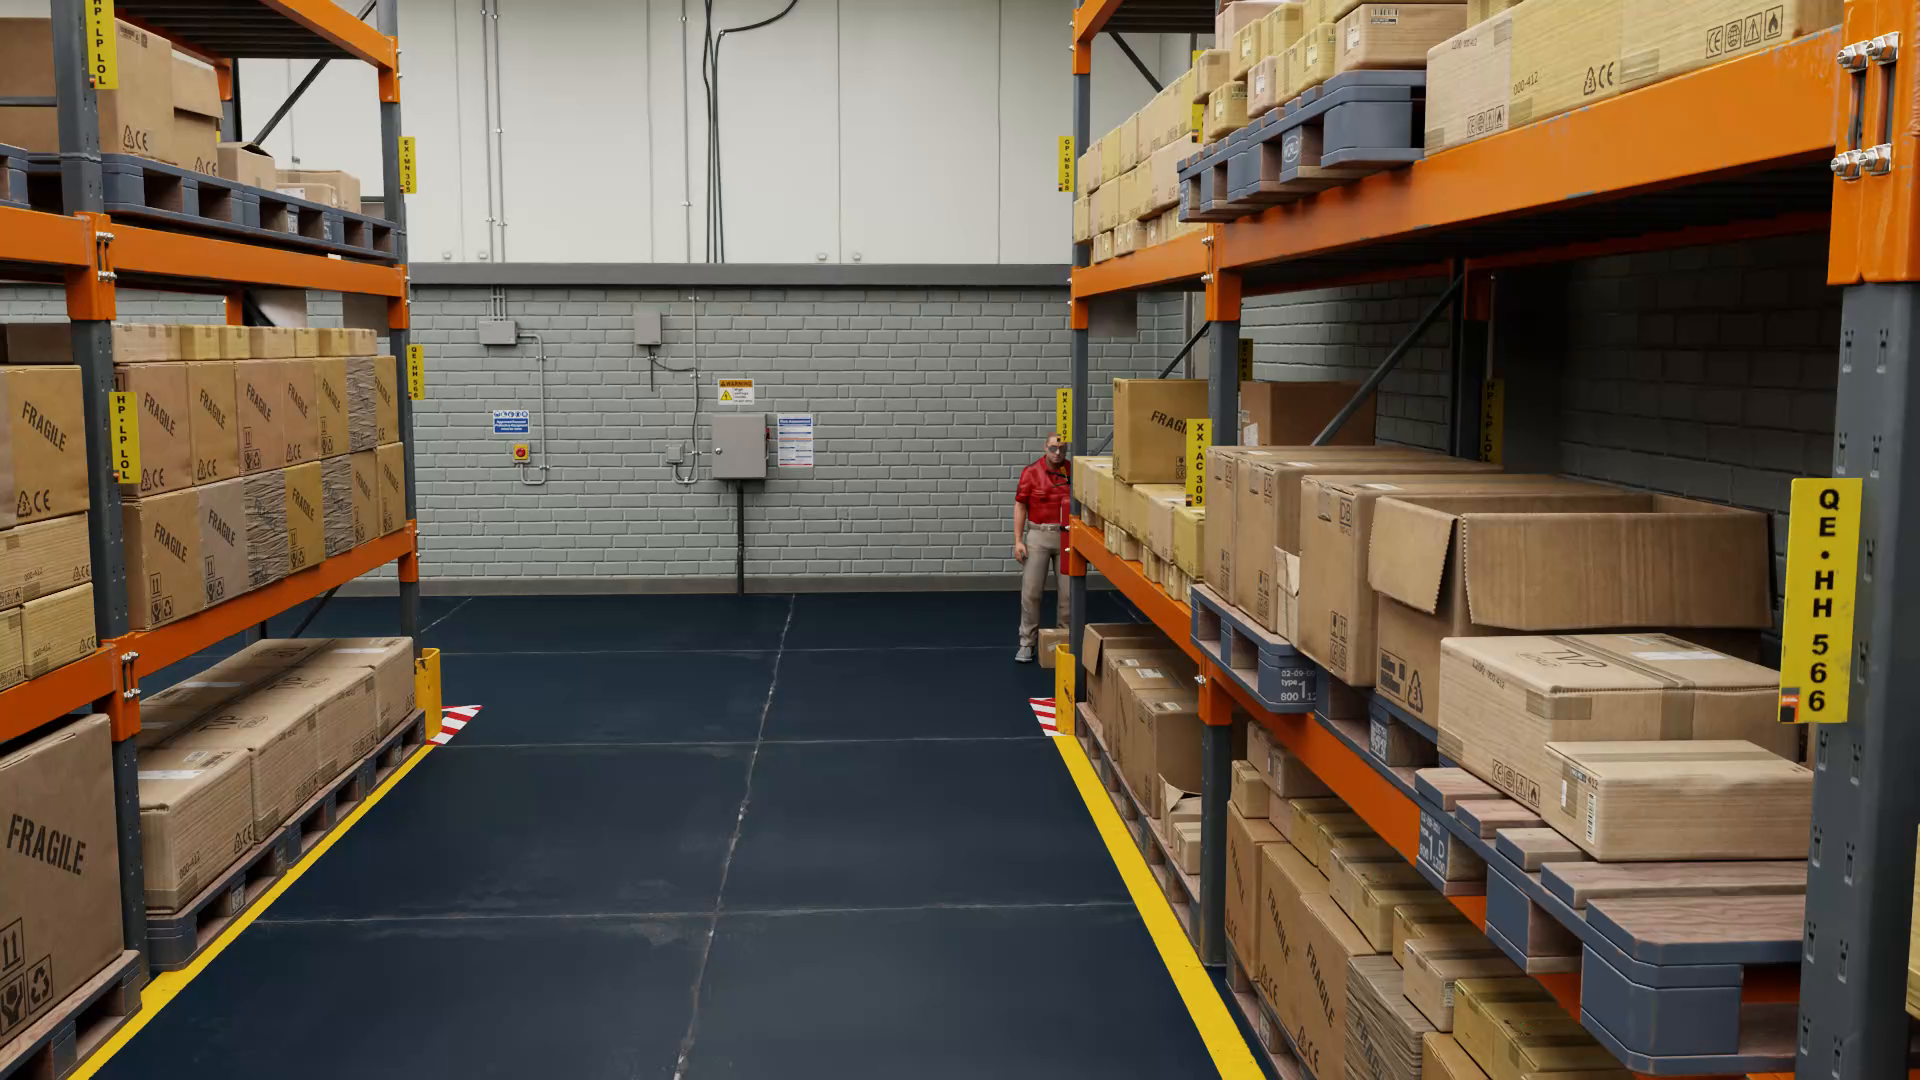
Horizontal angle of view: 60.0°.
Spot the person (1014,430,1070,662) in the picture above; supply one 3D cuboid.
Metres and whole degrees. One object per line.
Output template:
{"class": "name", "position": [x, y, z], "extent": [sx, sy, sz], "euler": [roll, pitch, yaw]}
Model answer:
{"class": "person", "position": [0.694, 0.038, 12.480], "extent": [0.584, 1.727, 0.391], "euler": [0, 7, -4]}
